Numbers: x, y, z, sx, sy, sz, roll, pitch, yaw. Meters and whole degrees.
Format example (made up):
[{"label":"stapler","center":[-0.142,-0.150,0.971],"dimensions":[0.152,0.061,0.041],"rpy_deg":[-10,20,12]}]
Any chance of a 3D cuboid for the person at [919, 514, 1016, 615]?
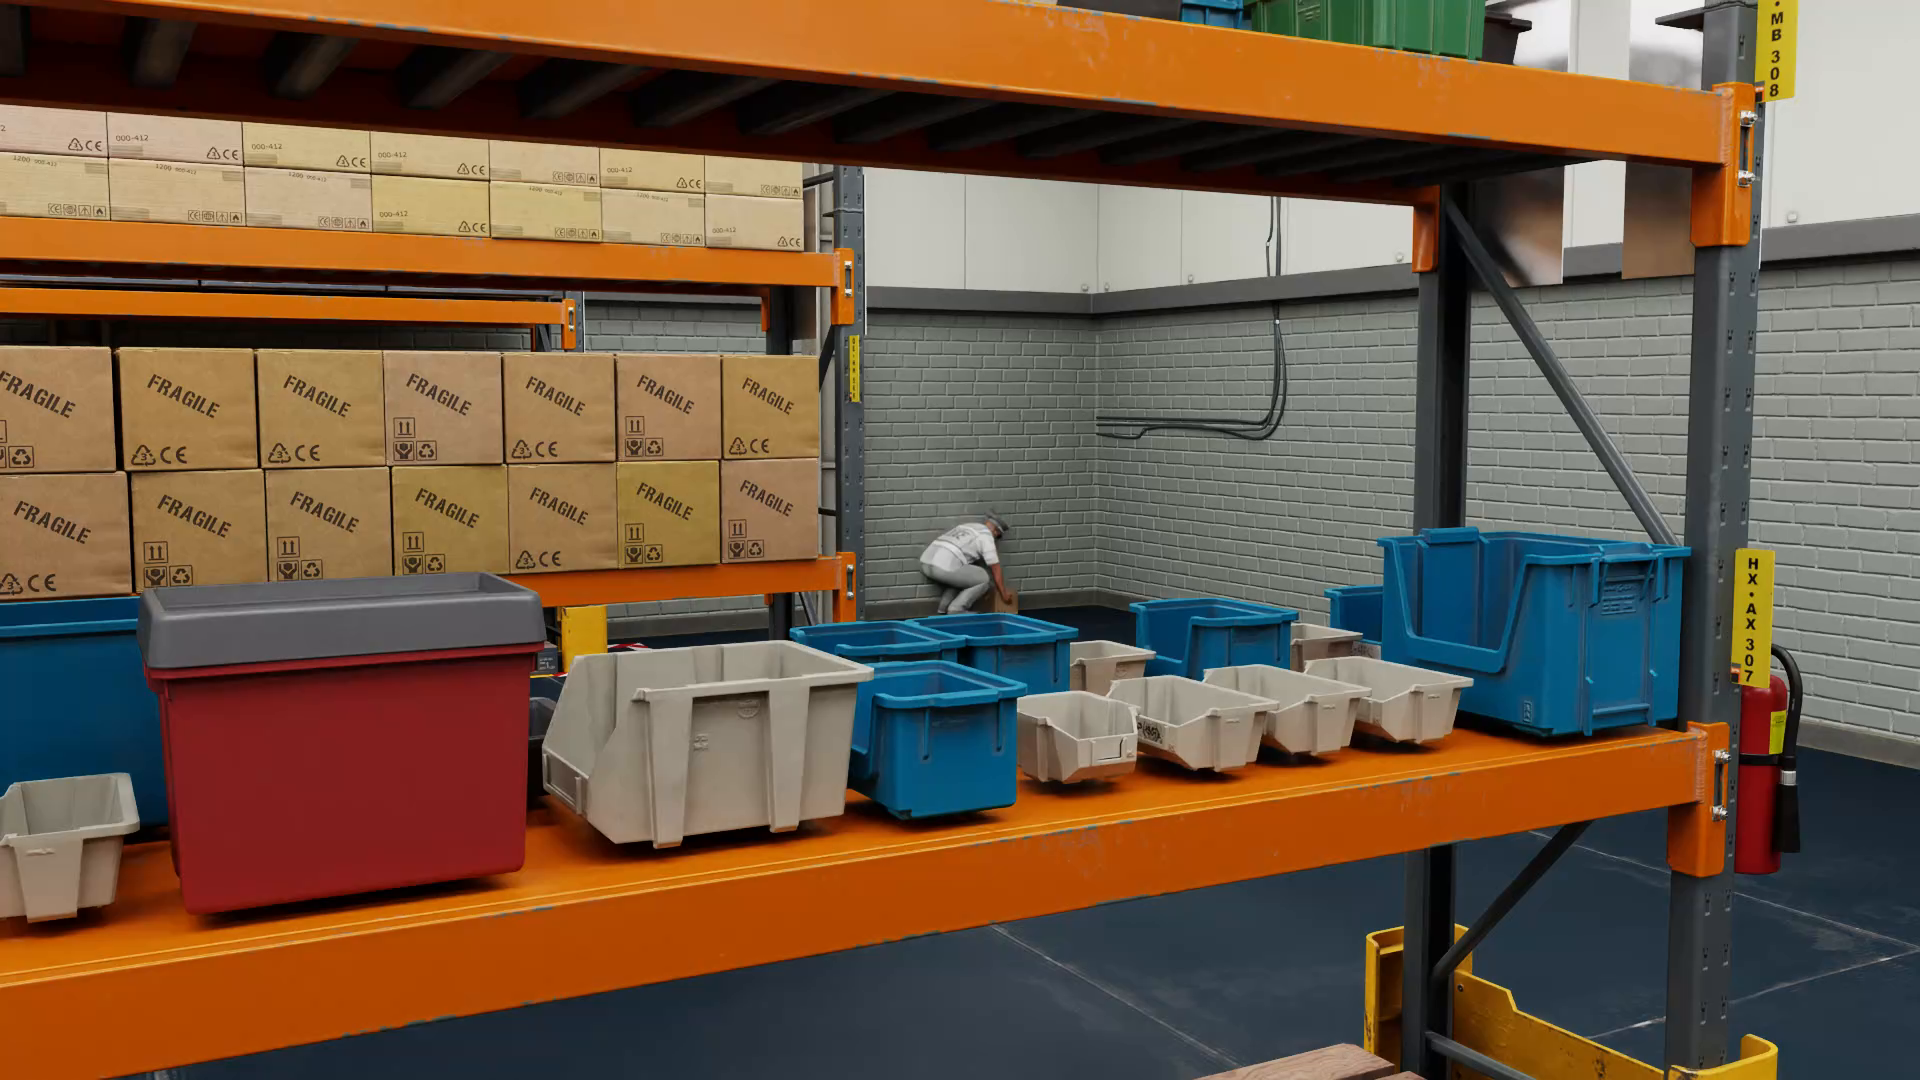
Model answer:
[{"label":"person","center":[0.066,0.247,15.907],"dimensions":[0.950,0.973,0.565],"rpy_deg":[-3,6,-29]}]
